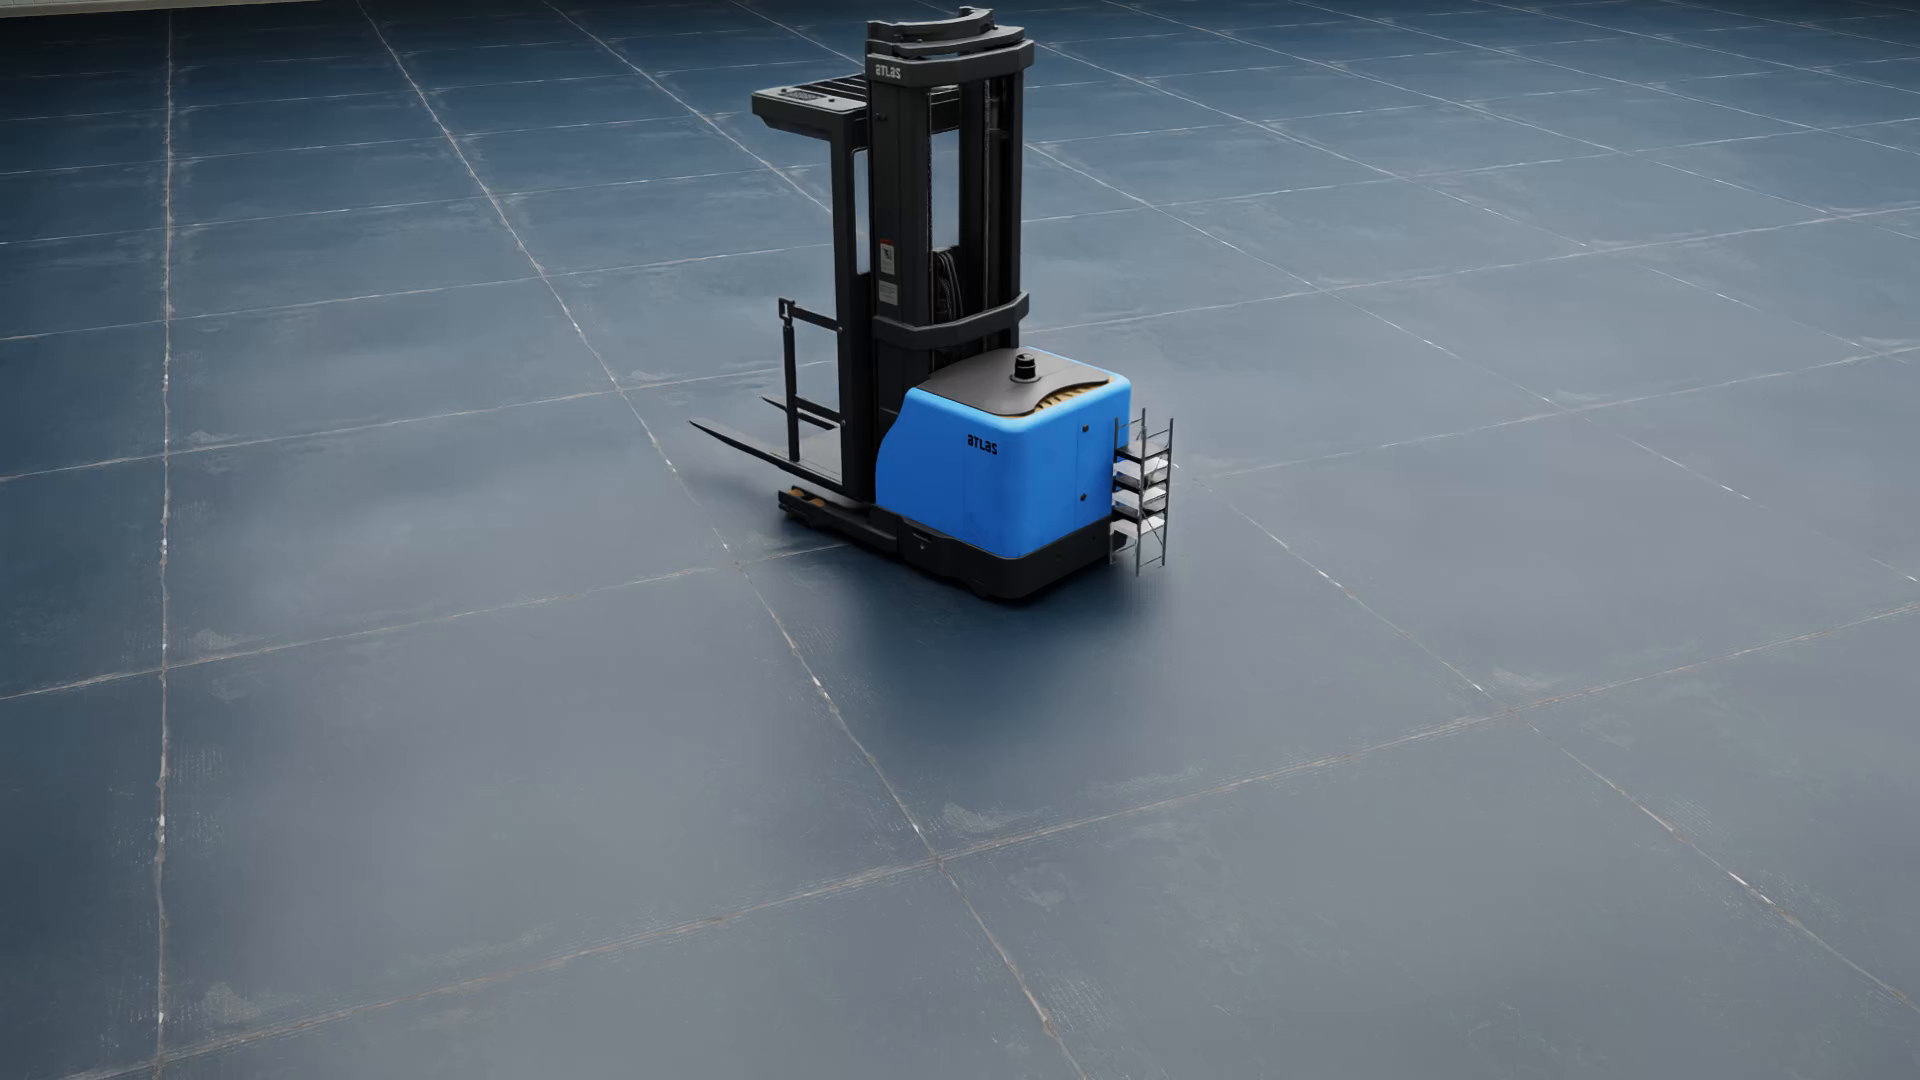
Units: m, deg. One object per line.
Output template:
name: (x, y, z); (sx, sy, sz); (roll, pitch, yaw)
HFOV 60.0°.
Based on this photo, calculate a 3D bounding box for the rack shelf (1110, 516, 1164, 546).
rack shelf: (1.005, -0.069, 9.352); (0.258, 0.077, 0.200); (-22, 34, -37)

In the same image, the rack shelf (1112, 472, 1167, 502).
rack shelf: (1.005, -0.312, 9.233); (0.258, 0.077, 0.200); (-22, 34, -37)

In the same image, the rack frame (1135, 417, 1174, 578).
rack frame: (1.074, -0.228, 9.191); (0.240, 0.900, 0.006); (-22, 34, -37)

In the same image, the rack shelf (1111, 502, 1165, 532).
rack shelf: (1.005, -0.150, 9.312); (0.258, 0.077, 0.200); (-22, 34, -37)

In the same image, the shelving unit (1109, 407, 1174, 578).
shelving unit: (1.005, -0.261, 9.258); (0.258, 0.900, 0.210); (-22, 34, -37)

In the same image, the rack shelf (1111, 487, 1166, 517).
rack shelf: (1.005, -0.231, 9.273); (0.258, 0.077, 0.200); (-22, 34, -37)

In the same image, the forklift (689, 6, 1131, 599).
forklift: (-0.450, -1.543, 9.569); (3.031, 2.935, 1.130); (23, 34, 39)

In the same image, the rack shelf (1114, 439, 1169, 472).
rack shelf: (1.005, -0.473, 9.154); (0.258, 0.077, 0.200); (-22, 34, -37)

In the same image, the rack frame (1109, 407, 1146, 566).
rack frame: (0.936, -0.294, 9.326); (0.240, 0.900, 0.006); (-22, 34, -37)

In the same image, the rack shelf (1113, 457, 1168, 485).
rack shelf: (1.005, -0.392, 9.194); (0.258, 0.077, 0.200); (-22, 34, -37)
